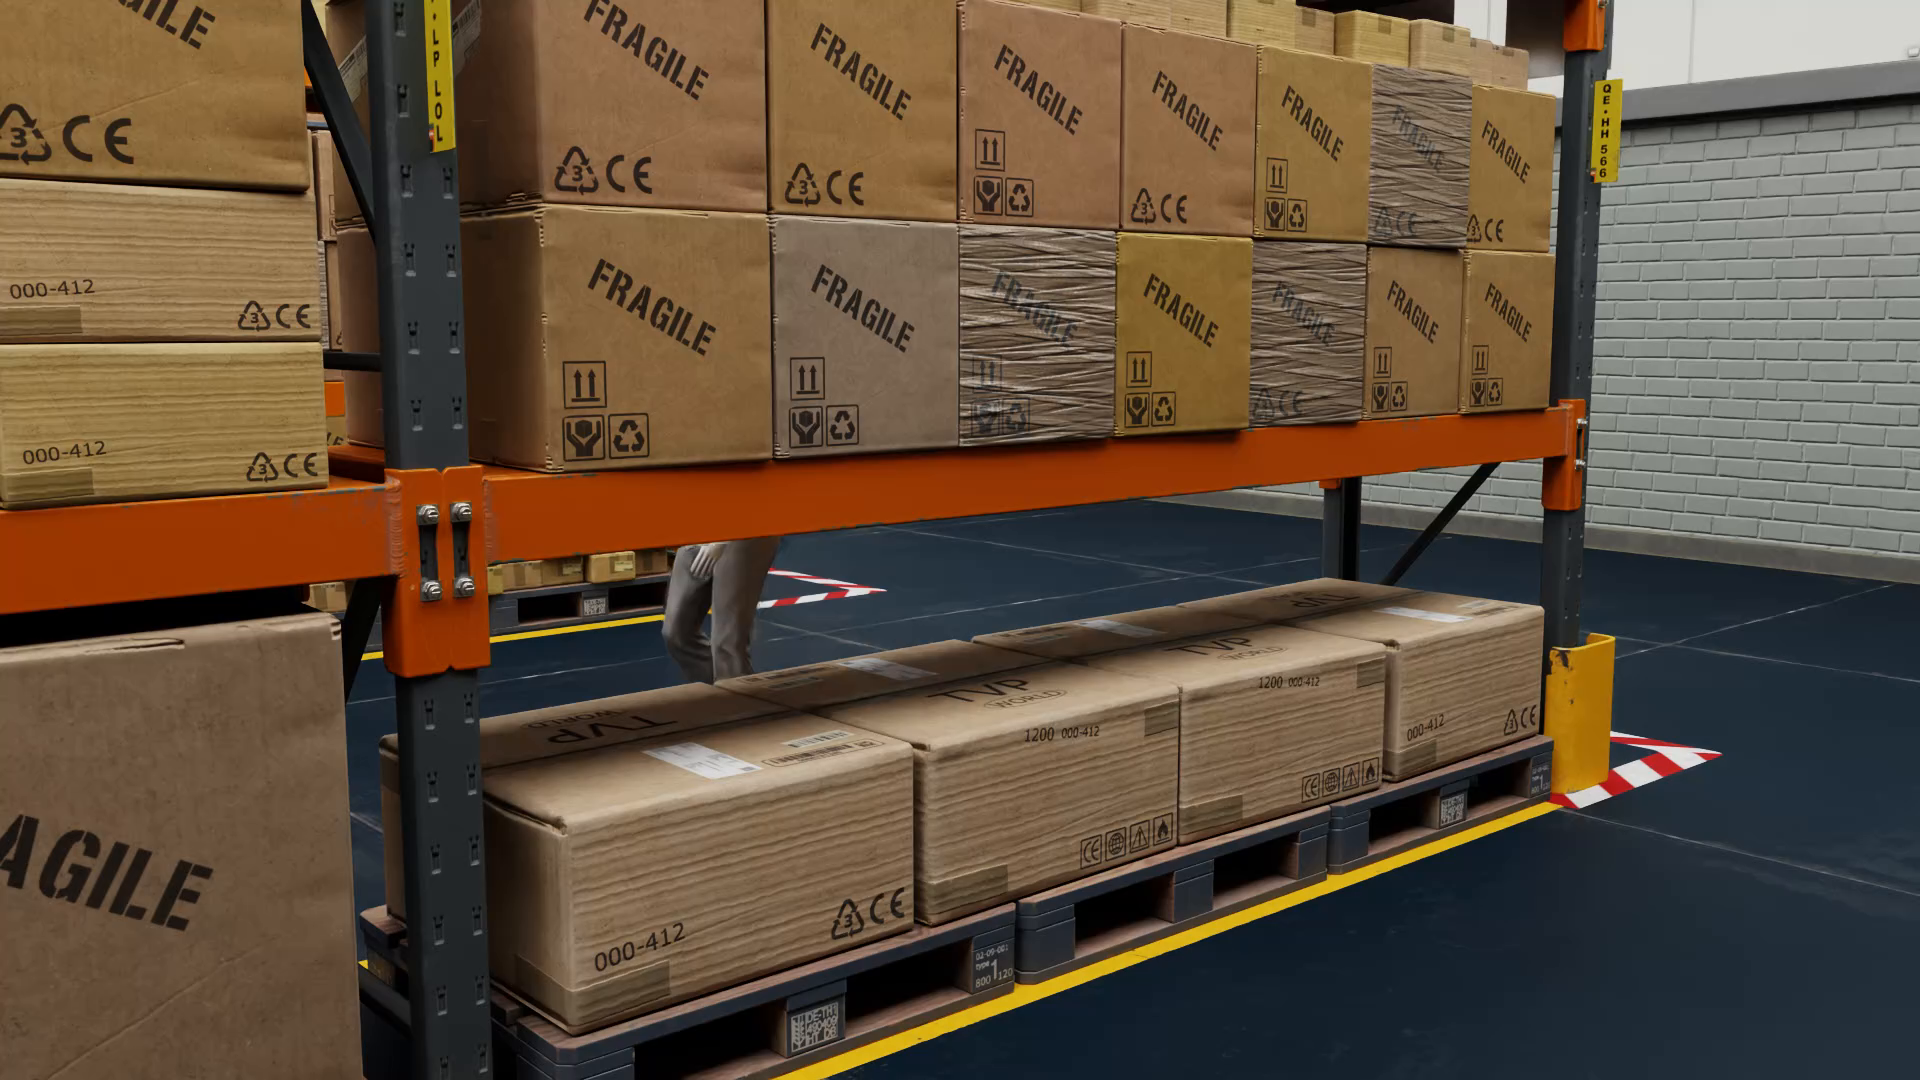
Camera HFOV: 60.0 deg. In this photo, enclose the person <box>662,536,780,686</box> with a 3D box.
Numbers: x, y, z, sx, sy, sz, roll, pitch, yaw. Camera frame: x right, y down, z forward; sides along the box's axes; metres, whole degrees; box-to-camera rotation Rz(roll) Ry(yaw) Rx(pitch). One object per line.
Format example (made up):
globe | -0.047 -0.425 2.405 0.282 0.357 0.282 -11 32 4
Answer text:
person | -0.828 0.009 5.658 0.479 1.712 0.508 -5 9 -36
